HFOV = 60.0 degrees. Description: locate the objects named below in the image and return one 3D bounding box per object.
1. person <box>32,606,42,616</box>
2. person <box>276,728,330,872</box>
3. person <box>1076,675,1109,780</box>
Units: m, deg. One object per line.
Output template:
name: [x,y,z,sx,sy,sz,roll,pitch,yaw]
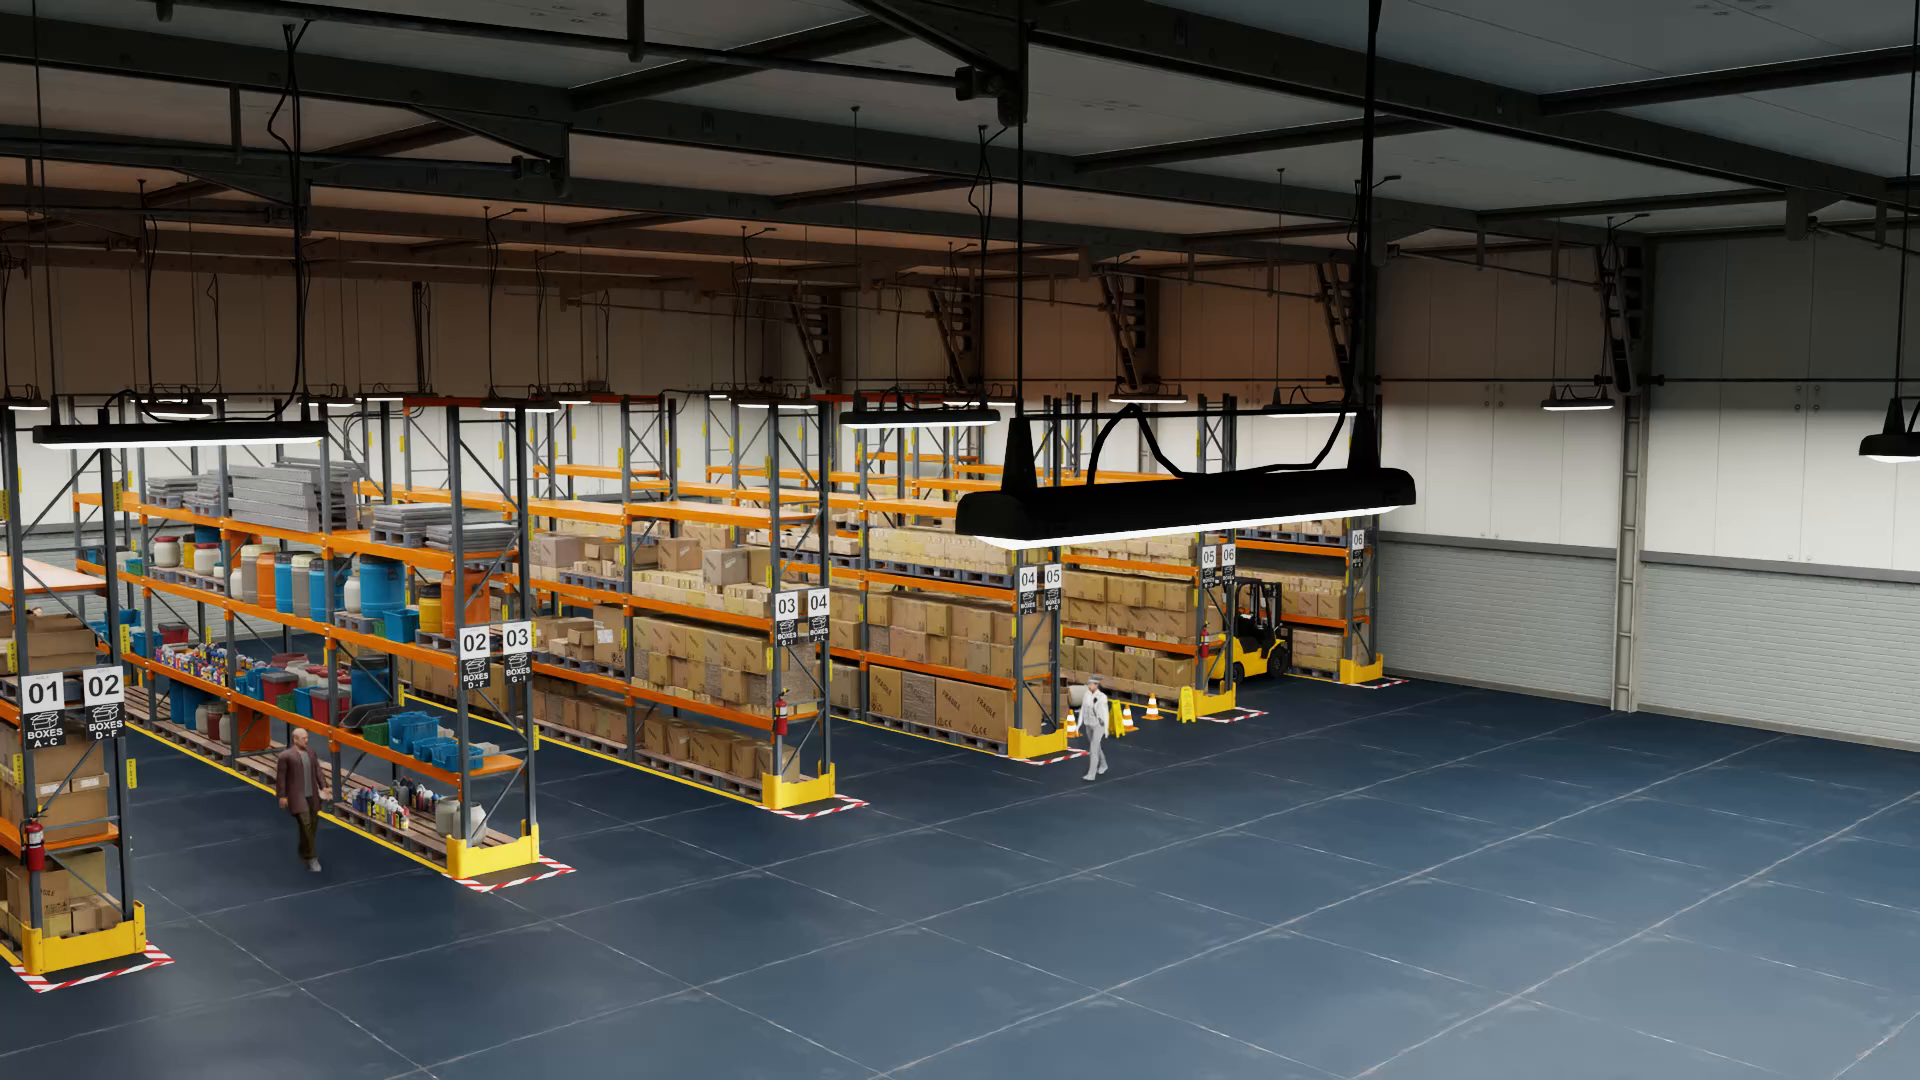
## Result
person: [-19.161,2.182,34.517,0.414,1.612,1.081,-2,6,-24]
person: [-8.480,3.374,21.668,0.733,1.793,0.608,3,6,30]
person: [2.145,2.956,26.432,0.783,1.664,0.488,-5,7,-42]
